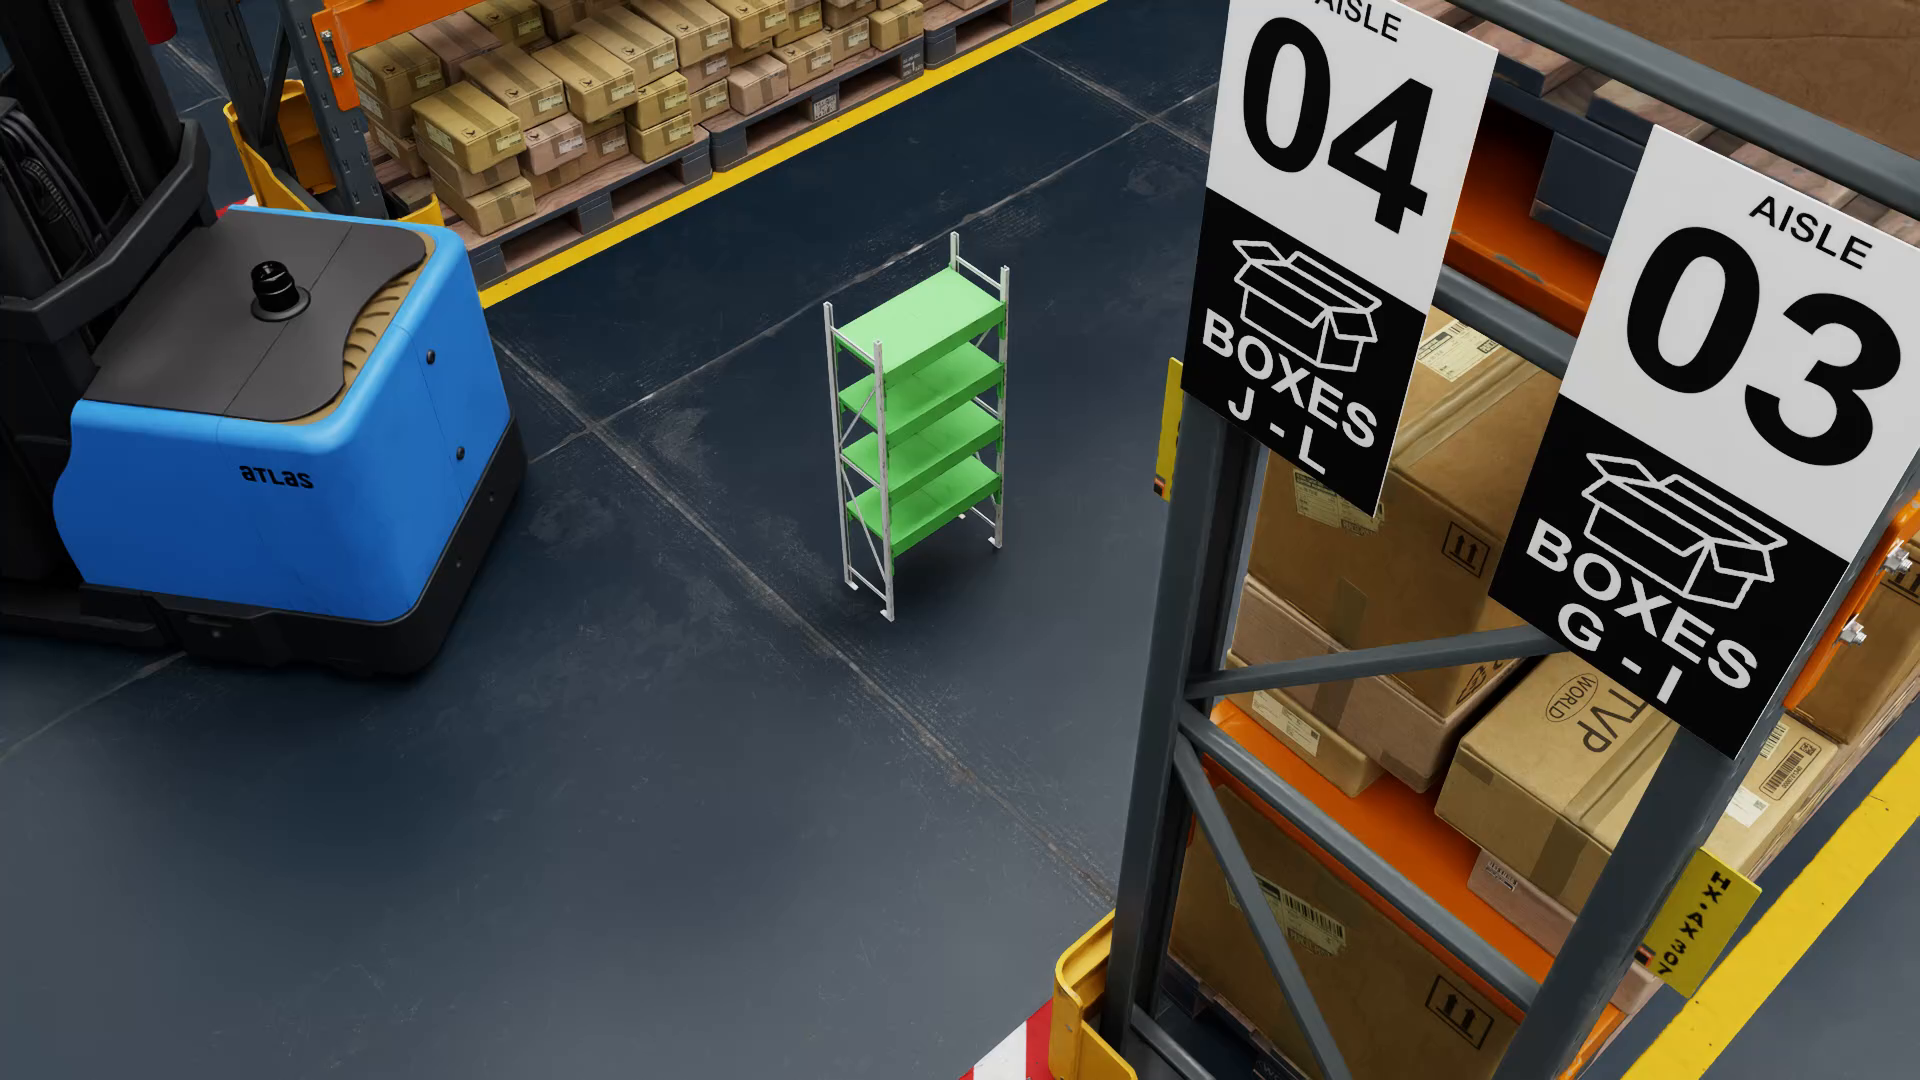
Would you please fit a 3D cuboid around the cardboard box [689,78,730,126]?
[{"bbox_3d":[-1.207,-1.952,7.164,0.250,0.149,0.380,-34,56,-27],"label":"cardboard box"}]

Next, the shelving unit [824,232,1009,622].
[{"bbox_3d":[-0.122,-0.325,5.234,0.503,1.200,0.258,-34,56,-27],"label":"shelving unit"}]

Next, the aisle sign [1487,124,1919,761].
[{"bbox_3d":[0.895,-0.082,2.016,0.004,0.787,0.394,-34,56,-27],"label":"aisle sign"}]

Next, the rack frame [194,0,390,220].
[{"bbox_3d":[-2.516,-2.146,5.689,0.127,3.000,1.000,-34,56,-27],"label":"rack frame"}]

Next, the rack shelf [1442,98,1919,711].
[{"bbox_3d":[2.226,-1.161,3.229,4.000,0.370,1.077,-34,56,-27],"label":"rack shelf"}]

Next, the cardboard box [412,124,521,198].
[{"bbox_3d":[-1.955,-1.542,6.583,0.250,0.149,0.380,-32,55,-26],"label":"cardboard box"}]

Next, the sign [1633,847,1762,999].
[{"bbox_3d":[1.115,0.585,2.526,0.005,0.325,0.100,-34,56,-27],"label":"sign"}]

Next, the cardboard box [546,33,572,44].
[{"bbox_3d":[-1.666,-2.173,7.166,0.250,0.149,0.380,-34,56,-28],"label":"cardboard box"}]

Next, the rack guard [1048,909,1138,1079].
[{"bbox_3d":[0.729,1.461,4.062,0.348,0.500,1.175,-34,56,-27],"label":"rack guard"}]

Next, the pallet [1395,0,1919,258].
[{"bbox_3d":[1.288,-0.758,2.428,1.213,0.211,1.003,-34,56,-27],"label":"pallet"}]

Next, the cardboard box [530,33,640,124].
[{"bbox_3d":[-1.504,-1.854,6.669,0.250,0.149,0.380,-34,56,-27],"label":"cardboard box"}]

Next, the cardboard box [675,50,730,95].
[{"bbox_3d":[-1.198,-2.066,7.067,0.380,0.149,0.250,36,57,29],"label":"cardboard box"}]

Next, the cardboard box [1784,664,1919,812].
[{"bbox_3d":[1.663,0.200,3.424,0.500,0.250,0.500,-34,56,-28],"label":"cardboard box"}]

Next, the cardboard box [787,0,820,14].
[{"bbox_3d":[-0.817,-2.435,7.205,0.250,0.149,0.380,-34,56,-27],"label":"cardboard box"}]

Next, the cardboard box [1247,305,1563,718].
[{"bbox_3d":[0.930,-0.087,3.179,0.500,0.500,0.500,-33,55,-27],"label":"cardboard box"}]

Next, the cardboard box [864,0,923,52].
[{"bbox_3d":[-0.383,-2.408,7.585,0.250,0.149,0.380,-34,56,-27],"label":"cardboard box"}]

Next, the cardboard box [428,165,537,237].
[{"bbox_3d":[-1.913,-1.407,6.661,0.250,0.149,0.380,-33,55,-26],"label":"cardboard box"}]

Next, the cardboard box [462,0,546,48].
[{"bbox_3d":[-1.964,-2.213,7.000,0.250,0.149,0.380,-35,56,-28],"label":"cardboard box"}]

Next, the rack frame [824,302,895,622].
[{"bbox_3d":[-0.303,-0.204,5.122,0.015,1.200,0.240,-34,56,-27],"label":"rack frame"}]

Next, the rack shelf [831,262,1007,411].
[{"bbox_3d":[-0.122,-0.607,4.928,0.480,0.148,0.258,-34,56,-27],"label":"rack shelf"}]

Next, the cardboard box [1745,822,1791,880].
[{"bbox_3d":[1.420,0.563,3.361,0.250,0.149,0.380,-35,56,-28],"label":"cardboard box"}]

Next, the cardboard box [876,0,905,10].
[{"bbox_3d":[-0.380,-2.582,7.543,0.250,0.149,0.380,-32,55,-26],"label":"cardboard box"}]

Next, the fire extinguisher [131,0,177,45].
[{"bbox_3d":[-3.012,-2.120,5.971,0.183,0.674,0.296,-34,56,-27],"label":"fire extinguisher"}]

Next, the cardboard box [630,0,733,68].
[{"bbox_3d":[-1.164,-2.154,6.946,0.250,0.149,0.380,-32,55,-26],"label":"cardboard box"}]

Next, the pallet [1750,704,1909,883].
[{"bbox_3d":[2.188,0.509,5.137,1.213,0.211,1.003,-34,56,-27],"label":"pallet"}]

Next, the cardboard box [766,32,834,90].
[{"bbox_3d":[-0.777,-2.179,7.373,0.250,0.149,0.380,-34,56,-27],"label":"cardboard box"}]

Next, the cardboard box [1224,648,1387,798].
[{"bbox_3d":[0.788,0.331,3.574,0.250,0.149,0.380,-33,55,-27],"label":"cardboard box"}]

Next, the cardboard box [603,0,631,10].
[{"bbox_3d":[-1.568,-2.470,7.237,0.250,0.149,0.380,-32,55,-26],"label":"cardboard box"}]

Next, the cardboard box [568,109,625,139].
[{"bbox_3d":[-1.593,-1.816,6.836,0.250,0.149,0.380,-33,55,-27],"label":"cardboard box"}]

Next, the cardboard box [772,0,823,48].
[{"bbox_3d":[-0.818,-2.351,7.330,0.250,0.149,0.380,-31,55,-26],"label":"cardboard box"}]

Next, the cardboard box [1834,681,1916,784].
[{"bbox_3d":[1.801,0.306,3.597,0.250,0.149,0.380,-35,56,-28],"label":"cardboard box"}]

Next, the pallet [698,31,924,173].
[{"bbox_3d":[-0.932,-2.220,7.655,1.213,0.211,1.003,-34,56,-27],"label":"pallet"}]

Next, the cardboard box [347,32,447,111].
[{"bbox_3d":[-2.294,-1.923,6.732,0.250,0.149,0.380,-33,55,-27],"label":"cardboard box"}]

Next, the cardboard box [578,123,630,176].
[{"bbox_3d":[-1.595,-1.707,6.938,0.250,0.149,0.380,-33,55,-27],"label":"cardboard box"}]

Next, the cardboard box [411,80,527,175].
[{"bbox_3d":[-1.899,-1.598,6.432,0.250,0.149,0.380,-36,57,-29],"label":"cardboard box"}]

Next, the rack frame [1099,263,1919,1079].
[{"bbox_3d":[0.746,0.601,3.154,0.127,3.000,1.000,-34,56,-27],"label":"rack frame"}]

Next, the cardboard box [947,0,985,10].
[{"bbox_3d":[-0.018,-2.671,7.828,0.250,0.149,0.380,-36,57,-28],"label":"cardboard box"}]

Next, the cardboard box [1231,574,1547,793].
[{"bbox_3d":[0.926,0.167,3.454,0.500,0.250,0.500,-35,56,-28],"label":"cardboard box"}]

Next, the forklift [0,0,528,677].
[{"bbox_3d":[-3.097,-1.074,4.747,3.031,2.935,1.130,7,48,6],"label":"forklift"}]

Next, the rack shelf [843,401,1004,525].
[{"bbox_3d":[-0.122,-0.282,5.280,0.480,0.148,0.258,-34,56,-27],"label":"rack shelf"}]
